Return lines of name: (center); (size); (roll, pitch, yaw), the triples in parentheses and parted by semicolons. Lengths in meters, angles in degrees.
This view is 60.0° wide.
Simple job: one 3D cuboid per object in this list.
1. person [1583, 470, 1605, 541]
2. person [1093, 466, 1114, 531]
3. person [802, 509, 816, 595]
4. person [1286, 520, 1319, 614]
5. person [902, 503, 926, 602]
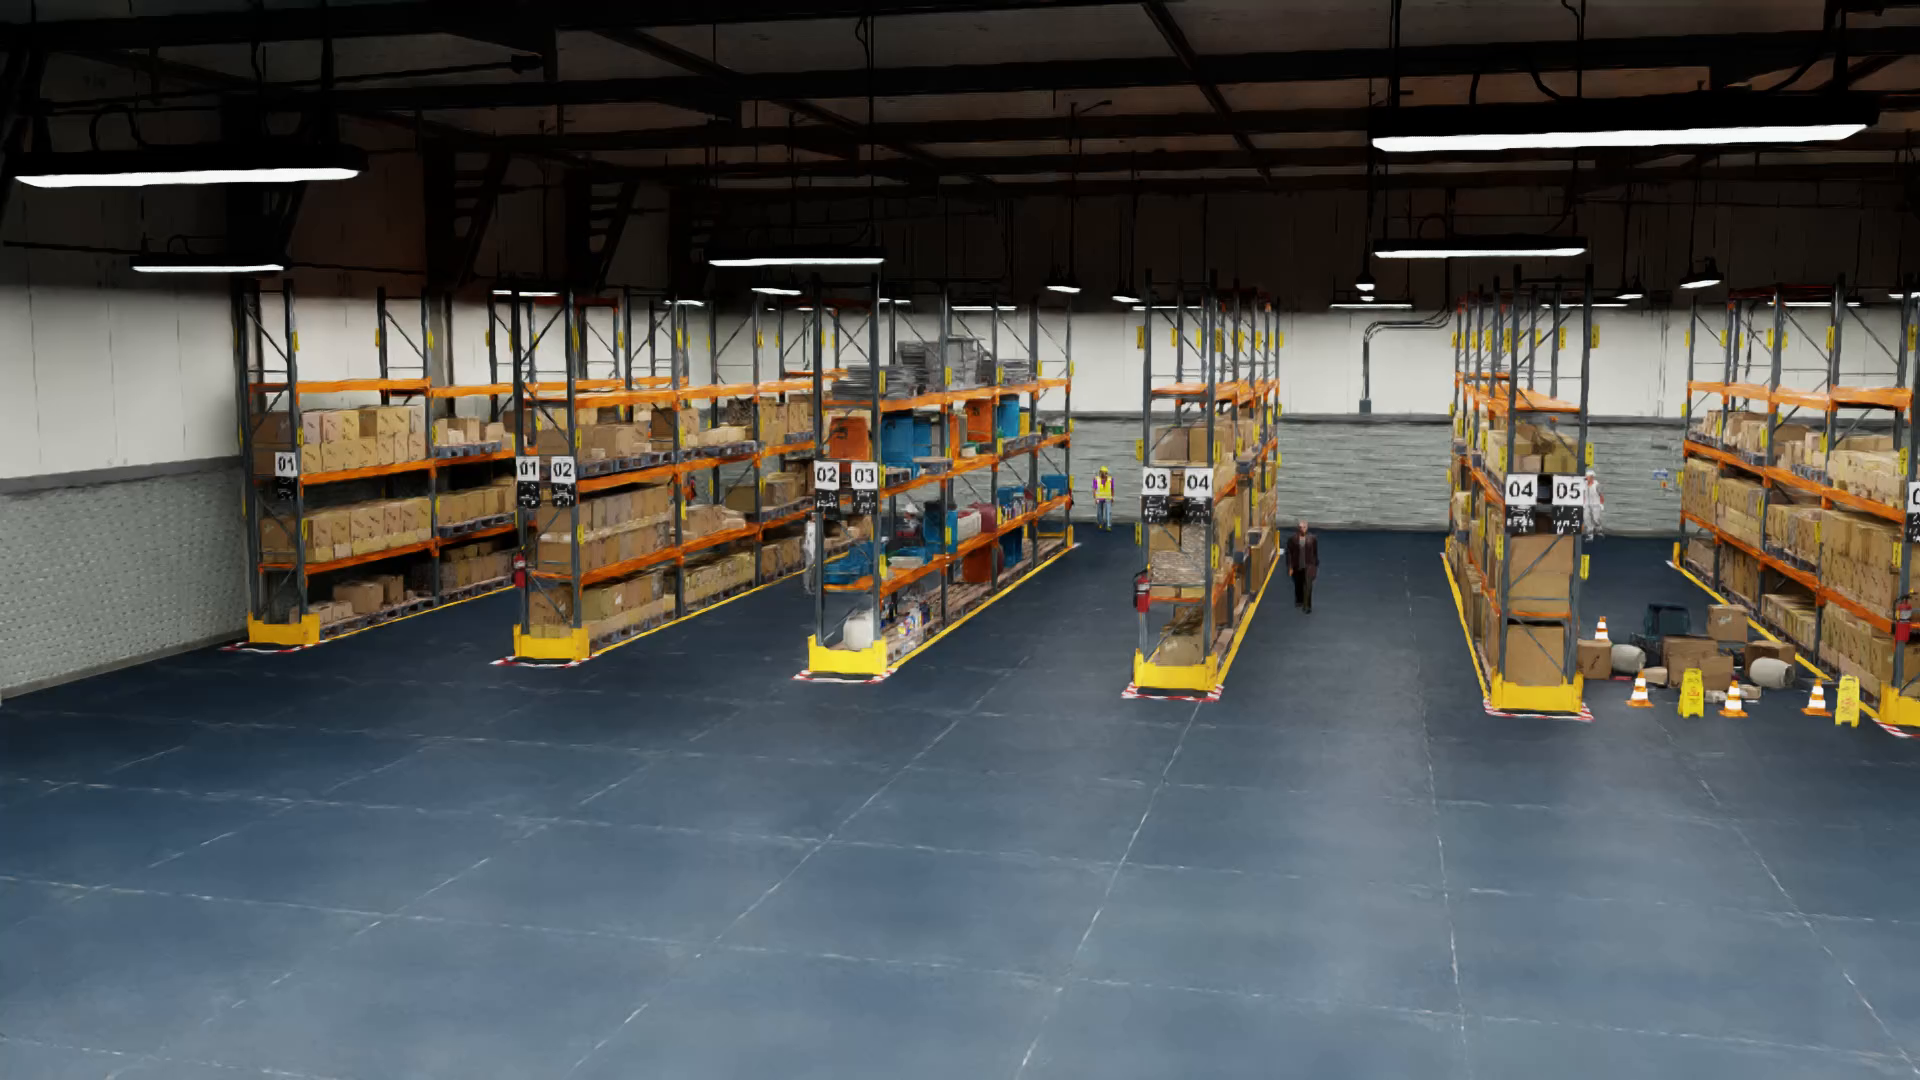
person: (15.883, -0.869, 41.676); (0.576, 1.776, 0.587); (-6, 9, -40)
person: (3.776, -1.108, 43.837); (0.571, 1.708, 1.033); (1, 7, 6)
person: (-2.916, 0.226, 32.818); (0.433, 1.684, 0.552); (-1, 7, -11)
person: (6.308, 0.468, 30.677); (0.598, 1.698, 1.193); (2, 7, 16)
person: (-0.841, 0.222, 29.974); (0.486, 1.776, 0.585); (1, 7, 7)
